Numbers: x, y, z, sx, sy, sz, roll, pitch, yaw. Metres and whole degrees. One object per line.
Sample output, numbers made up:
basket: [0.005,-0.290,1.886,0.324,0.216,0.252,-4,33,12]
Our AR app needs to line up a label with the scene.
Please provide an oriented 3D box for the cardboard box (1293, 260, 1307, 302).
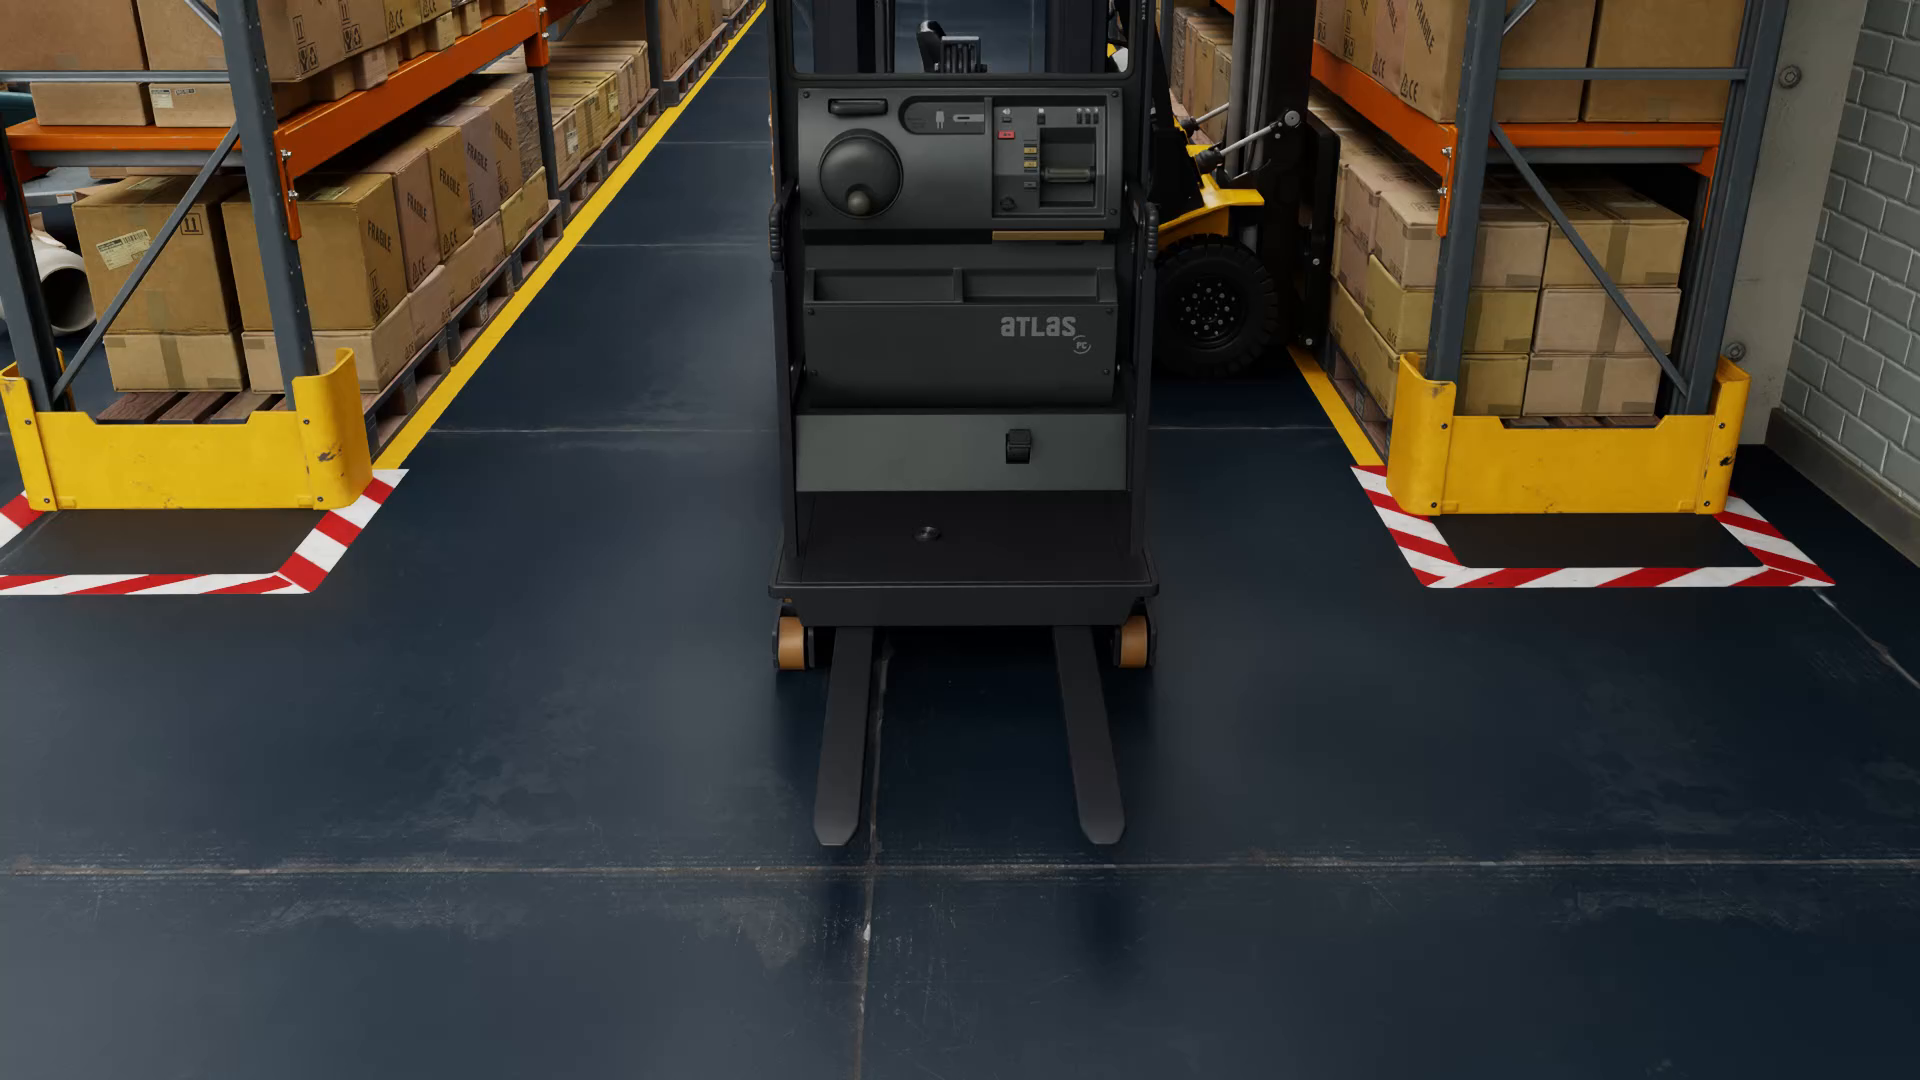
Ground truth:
cardboard box: [1.833,-1.294,7.797,0.500,0.250,0.500,1,24,1]

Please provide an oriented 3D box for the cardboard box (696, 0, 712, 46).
cardboard box: [-2.816,-5.055,15.355,0.875,0.875,0.875,0,24,1]

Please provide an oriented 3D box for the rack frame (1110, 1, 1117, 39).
rack frame: [2.043,-6.483,16.443,1.000,3.000,0.127,0,24,-1]

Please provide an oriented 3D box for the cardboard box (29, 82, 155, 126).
cardboard box: [-3.007,-1.553,5.848,0.380,0.149,0.250,1,24,1]

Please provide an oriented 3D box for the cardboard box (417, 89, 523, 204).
cardboard box: [-2.551,-1.990,8.428,0.500,0.500,0.500,0,24,0]

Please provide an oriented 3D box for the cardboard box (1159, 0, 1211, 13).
cardboard box: [1.828,-4.385,13.541,0.380,0.149,0.250,-1,24,-3]

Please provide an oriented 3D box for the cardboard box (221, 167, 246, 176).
cardboard box: [-3.068,-1.338,6.986,0.500,0.500,0.500,1,24,1]

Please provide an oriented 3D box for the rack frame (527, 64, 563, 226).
rack frame: [-2.833,-3.162,9.102,1.000,3.000,0.127,0,24,-1]

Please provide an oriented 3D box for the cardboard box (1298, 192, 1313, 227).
cardboard box: [1.833,-1.529,7.711,0.500,0.250,0.500,0,24,-1]

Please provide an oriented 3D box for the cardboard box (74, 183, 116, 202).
cardboard box: [-4.182,-1.577,8.627,0.500,0.500,0.500,19,30,35]

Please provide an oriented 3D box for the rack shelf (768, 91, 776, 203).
rack shelf: [-0.504,-1.416,6.361,0.431,0.518,0.480,-3,25,-7]

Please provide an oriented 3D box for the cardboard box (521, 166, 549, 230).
cardboard box: [-2.558,-1.858,9.046,0.500,0.250,0.500,1,24,2]

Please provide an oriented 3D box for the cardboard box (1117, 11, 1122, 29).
cardboard box: [1.824,-5.335,16.429,0.500,0.500,0.500,1,24,2]

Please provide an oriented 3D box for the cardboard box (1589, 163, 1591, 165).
cardboard box: [2.354,-1.543,7.135,0.500,0.250,0.500,0,24,-1]

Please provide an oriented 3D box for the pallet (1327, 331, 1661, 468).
pallet: [2.124,-0.582,6.781,1.003,0.211,1.213,0,24,-1]

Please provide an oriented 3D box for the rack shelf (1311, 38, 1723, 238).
rack shelf: [2.152,-2.034,7.481,1.077,0.370,4.000,0,24,-1]

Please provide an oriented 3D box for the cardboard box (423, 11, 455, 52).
cardboard box: [-2.498,-2.287,7.471,0.380,0.149,0.250,0,24,0]

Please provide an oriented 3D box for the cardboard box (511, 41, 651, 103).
cardboard box: [-2.880,-3.572,12.686,0.950,0.372,0.625,-2,24,-4]

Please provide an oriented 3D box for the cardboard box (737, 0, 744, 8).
cardboard box: [-2.830,-6.111,18.221,0.875,0.438,0.875,-1,24,-2]

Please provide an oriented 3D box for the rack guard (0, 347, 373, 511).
rack guard: [-2.790,-0.406,6.042,1.175,0.500,0.348,0,24,-1]

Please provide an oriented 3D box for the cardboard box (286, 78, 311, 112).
cardboard box: [-2.603,-1.645,6.051,0.380,0.149,0.250,0,24,0]

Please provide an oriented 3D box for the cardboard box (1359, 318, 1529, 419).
cardboard box: [1.853,-0.669,6.415,0.500,0.250,0.500,0,24,0]

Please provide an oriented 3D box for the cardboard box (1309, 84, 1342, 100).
cardboard box: [1.818,-2.169,8.519,0.500,0.250,0.500,0,24,0]

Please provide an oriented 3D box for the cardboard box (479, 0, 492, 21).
cardboard box: [-2.590,-2.706,8.398,0.380,0.149,0.250,0,24,0]

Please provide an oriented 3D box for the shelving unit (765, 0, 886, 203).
shelving unit: [-0.504,-1.429,6.355,0.431,2.100,0.503,-3,25,-7]

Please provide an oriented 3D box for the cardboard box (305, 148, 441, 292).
cardboard box: [-2.532,-1.353,7.019,0.500,0.500,0.500,-1,24,-3]

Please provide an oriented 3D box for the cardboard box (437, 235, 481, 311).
cardboard box: [-2.538,-1.221,7.638,0.500,0.250,0.500,1,24,3]

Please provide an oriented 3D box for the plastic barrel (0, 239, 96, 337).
plastic barrel: [-4.326,-1.185,7.855,0.512,0.421,0.421,19,30,35]

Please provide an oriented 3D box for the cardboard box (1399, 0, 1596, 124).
cardboard box: [1.906,-1.785,5.936,0.500,0.500,0.500,-1,24,-2]

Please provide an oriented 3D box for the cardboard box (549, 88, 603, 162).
cardboard box: [-2.852,-2.669,10.690,0.950,0.372,0.625,1,24,3]

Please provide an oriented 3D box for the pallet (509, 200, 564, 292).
pallet: [-2.790,-1.615,9.065,1.003,0.211,1.213,0,24,-1]

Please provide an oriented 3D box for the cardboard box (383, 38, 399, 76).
cardboard box: [-2.518,-1.965,6.760,0.380,0.149,0.250,0,24,1]

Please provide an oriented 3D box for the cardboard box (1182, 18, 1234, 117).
cardboard box: [2.095,-3.417,12.038,0.875,0.625,0.625,1,24,1]

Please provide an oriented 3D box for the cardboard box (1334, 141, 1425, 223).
cardboard box: [1.830,-1.539,7.126,0.500,0.250,0.500,0,24,0]

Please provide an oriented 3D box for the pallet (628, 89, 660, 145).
pallet: [-2.869,-3.218,12.609,1.003,0.211,1.213,0,24,-1]

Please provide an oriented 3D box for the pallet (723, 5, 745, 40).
pallet: [-2.850,-5.502,17.659,1.003,0.211,1.213,0,24,-1]

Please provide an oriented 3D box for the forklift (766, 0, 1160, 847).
forklift: [0.006,-1.078,4.577,1.130,2.935,3.031,0,24,-1]

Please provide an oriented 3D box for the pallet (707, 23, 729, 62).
pallet: [-2.836,-4.871,16.263,1.003,0.211,1.213,0,24,-1]

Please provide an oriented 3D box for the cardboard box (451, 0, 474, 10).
cardboard box: [-2.557,-2.736,7.676,0.500,0.500,0.500,0,24,1]

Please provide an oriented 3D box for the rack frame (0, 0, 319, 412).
rack frame: [-2.789,-1.514,5.458,1.000,3.000,0.127,0,24,-1]

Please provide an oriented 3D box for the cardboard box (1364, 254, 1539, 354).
cardboard box: [1.856,-0.903,6.328,0.500,0.250,0.500,-1,24,-1]

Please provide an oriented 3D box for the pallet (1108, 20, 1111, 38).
pallet: [2.037,-5.495,17.644,1.003,0.211,1.213,0,24,-1]

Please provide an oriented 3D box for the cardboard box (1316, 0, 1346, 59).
cardboard box: [1.887,-2.417,7.333,0.500,0.500,0.500,0,24,0]

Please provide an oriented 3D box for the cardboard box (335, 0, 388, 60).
cardboard box: [-2.526,-2.105,6.282,0.500,0.500,0.500,0,24,1]

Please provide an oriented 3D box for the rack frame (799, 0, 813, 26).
rack frame: [-0.536,-1.530,6.575,0.400,2.100,0.015,-3,25,-7]

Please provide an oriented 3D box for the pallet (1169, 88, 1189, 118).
pallet: [2.057,-3.224,12.623,1.003,0.211,1.213,0,24,-1]
